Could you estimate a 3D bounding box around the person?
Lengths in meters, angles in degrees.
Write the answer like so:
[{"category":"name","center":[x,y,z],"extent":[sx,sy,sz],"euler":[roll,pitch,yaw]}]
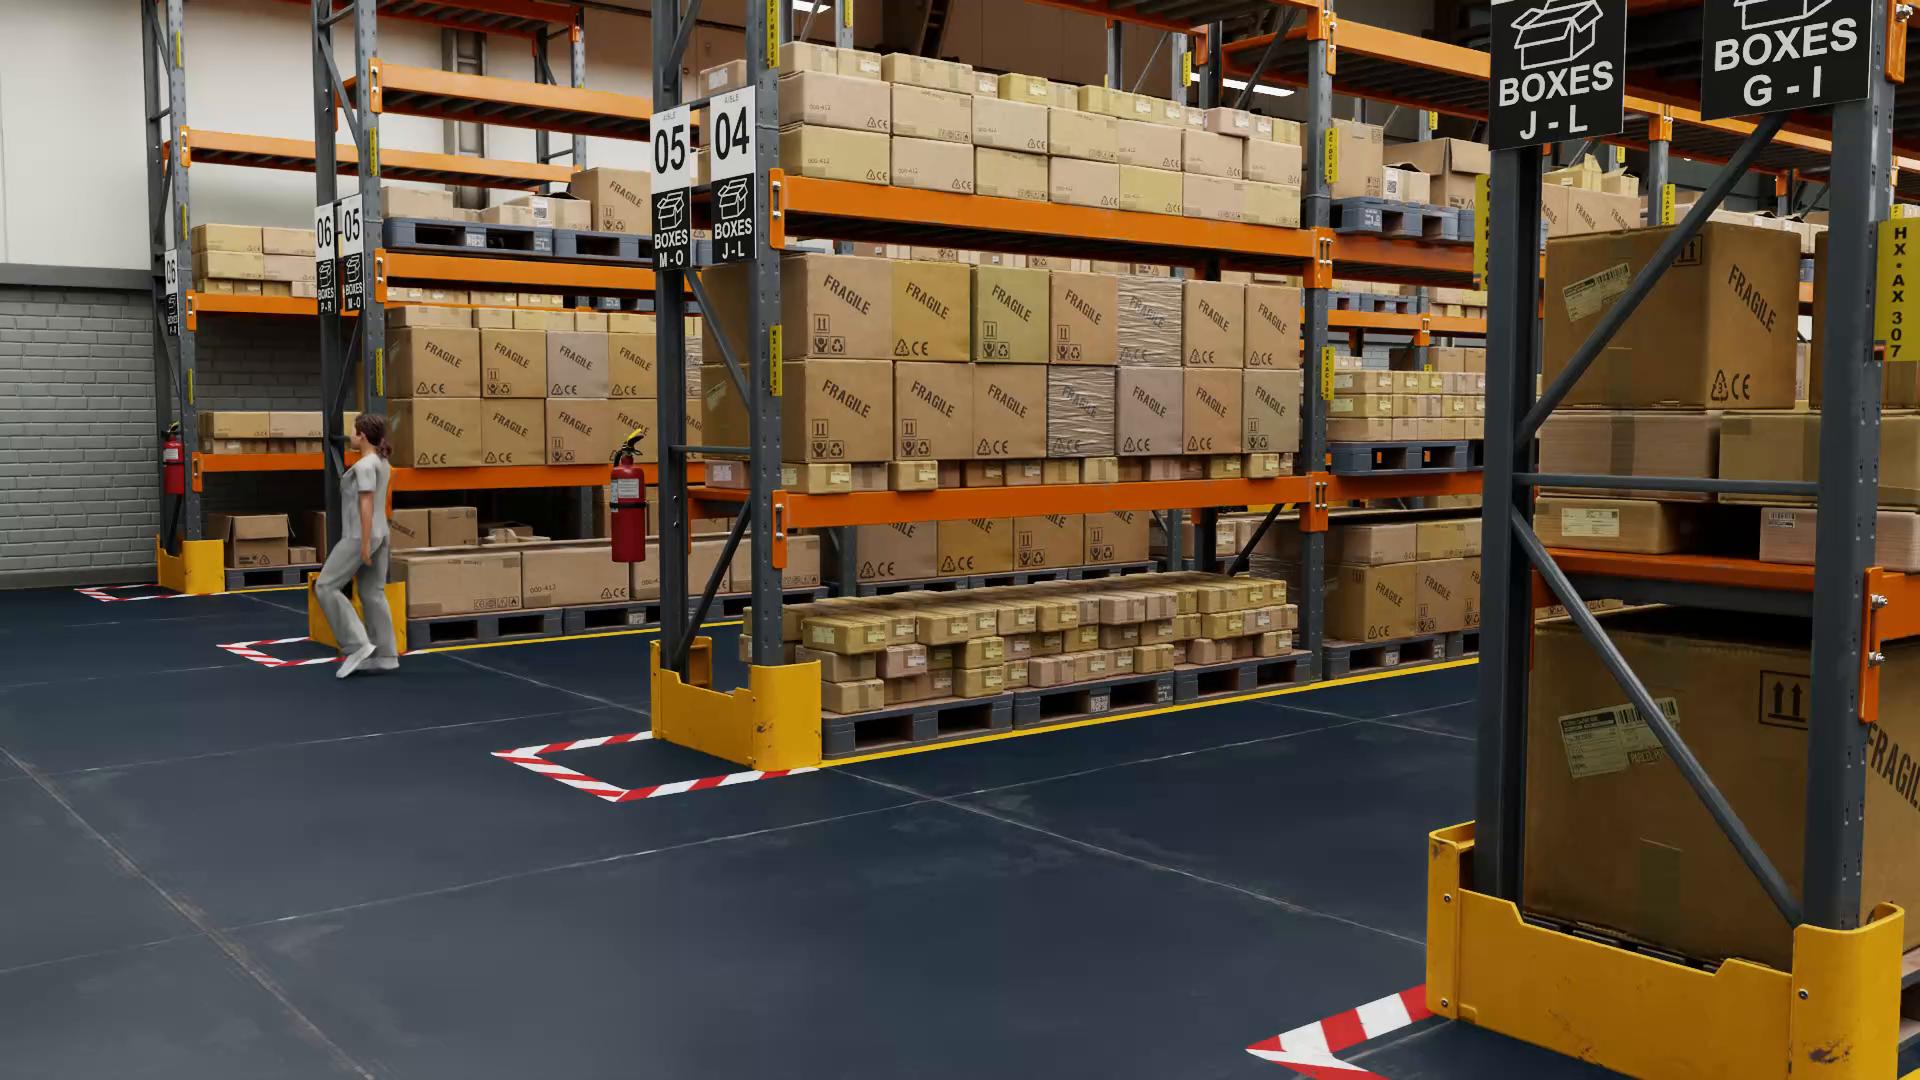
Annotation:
[{"category":"person","center":[-3.886,0.035,10.768],"extent":[0.476,1.701,0.461],"euler":[0,4,-1]}]
